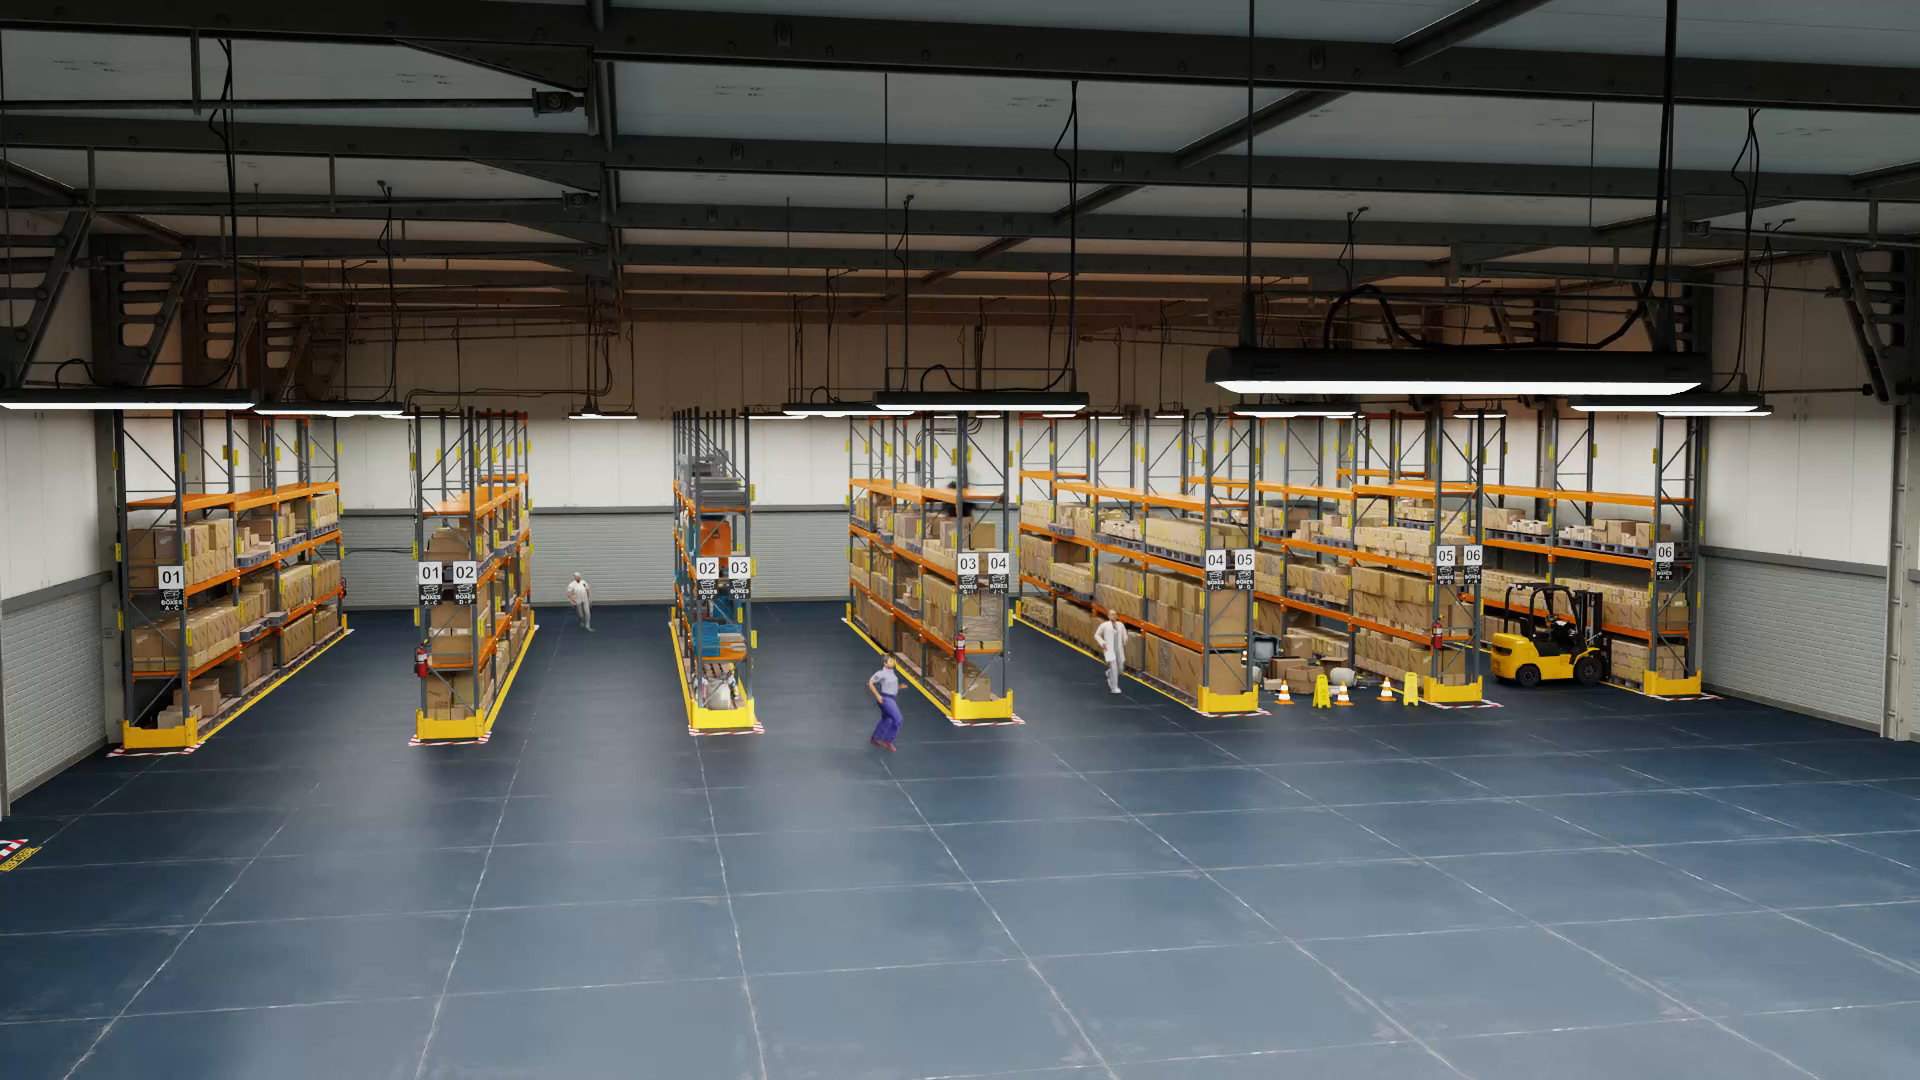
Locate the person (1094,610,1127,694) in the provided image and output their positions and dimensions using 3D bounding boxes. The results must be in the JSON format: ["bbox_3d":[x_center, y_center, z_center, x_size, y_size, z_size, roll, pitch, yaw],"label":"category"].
[{"bbox_3d":[3.210,2.364,35.117,0.715,1.691,0.825,-1,4,-20],"label":"person"}]

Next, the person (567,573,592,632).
[{"bbox_3d":[-10.429,1.693,45.563,0.674,1.624,0.672,-2,5,-26],"label":"person"}]

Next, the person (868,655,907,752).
[{"bbox_3d":[-1.257,2.853,28.957,0.716,1.693,0.574,1,4,14],"label":"person"}]
